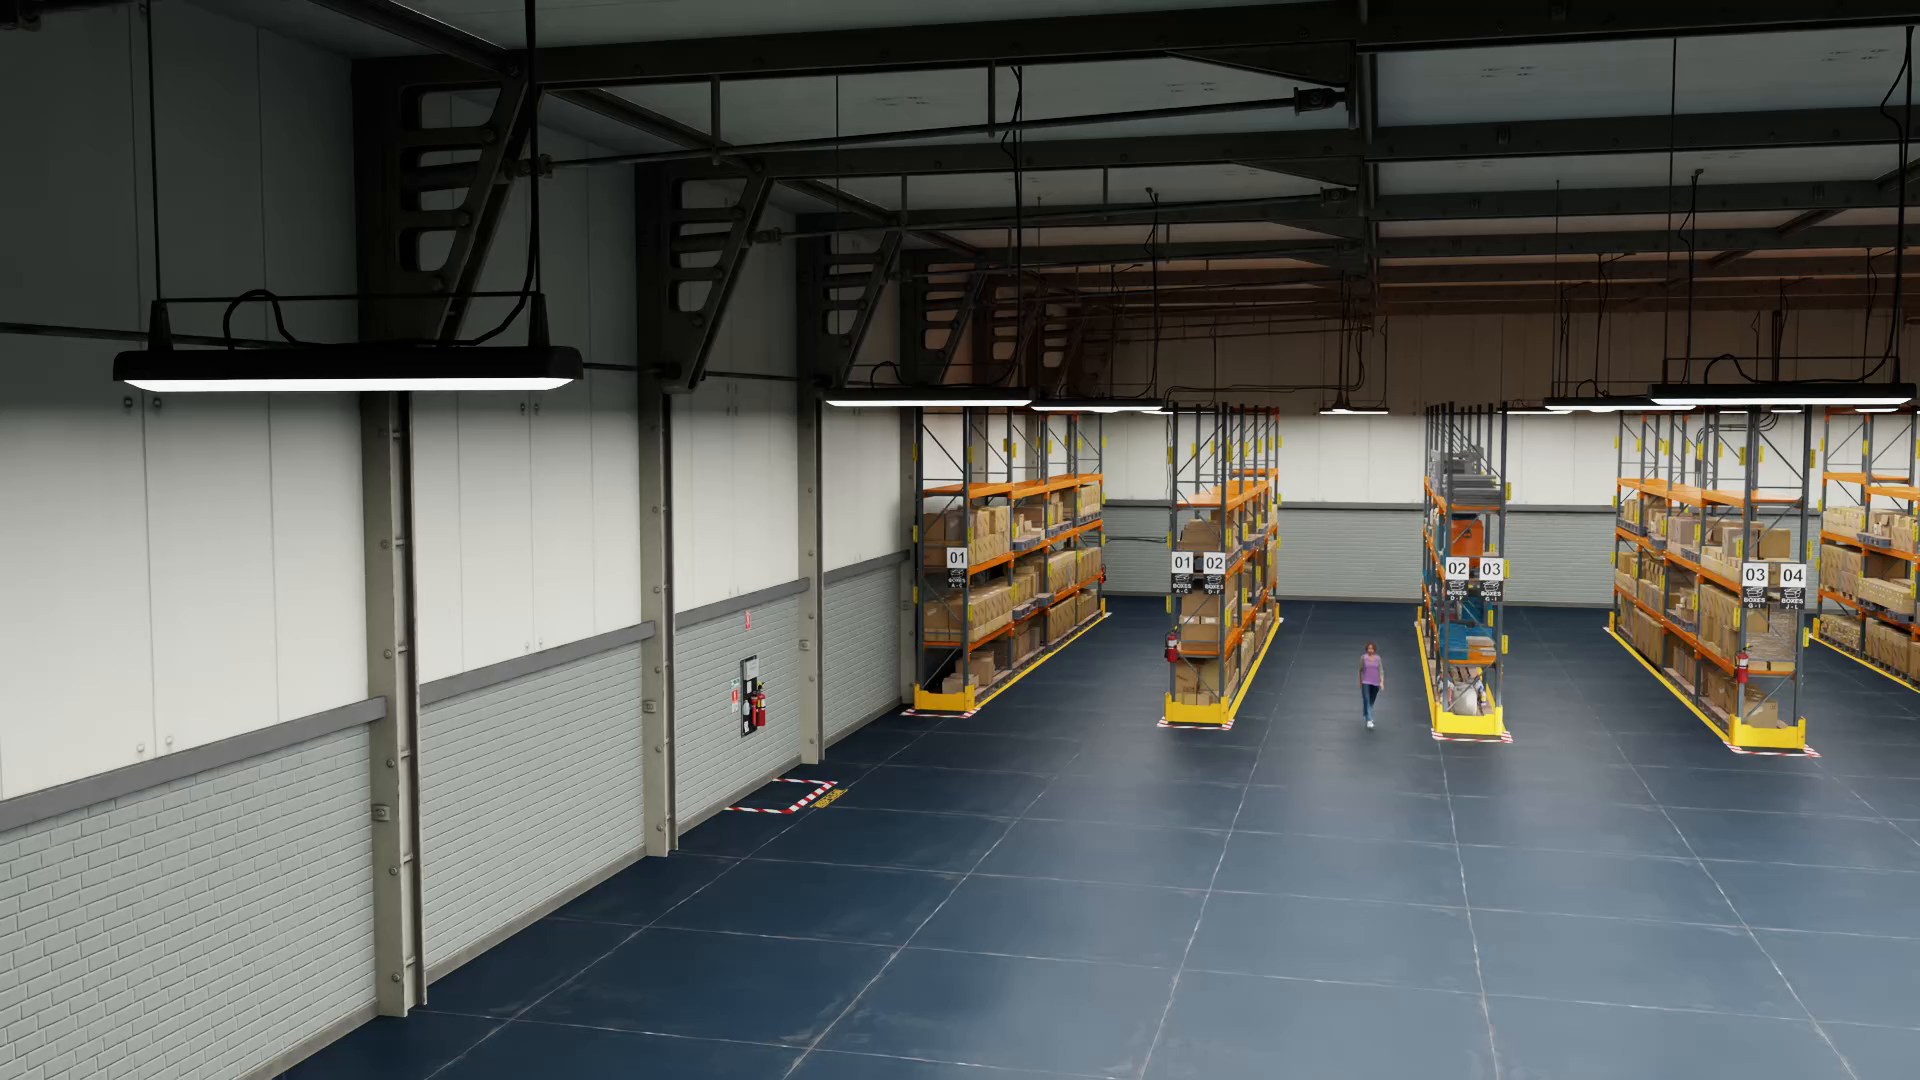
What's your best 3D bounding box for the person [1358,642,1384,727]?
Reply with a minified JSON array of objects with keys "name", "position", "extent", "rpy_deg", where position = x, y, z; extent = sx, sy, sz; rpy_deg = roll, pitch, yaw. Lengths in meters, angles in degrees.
[{"name":"person","position":[7.607,2.662,30.734],"extent":[0.433,1.538,0.951],"rpy_deg":[0,4,2]}]
